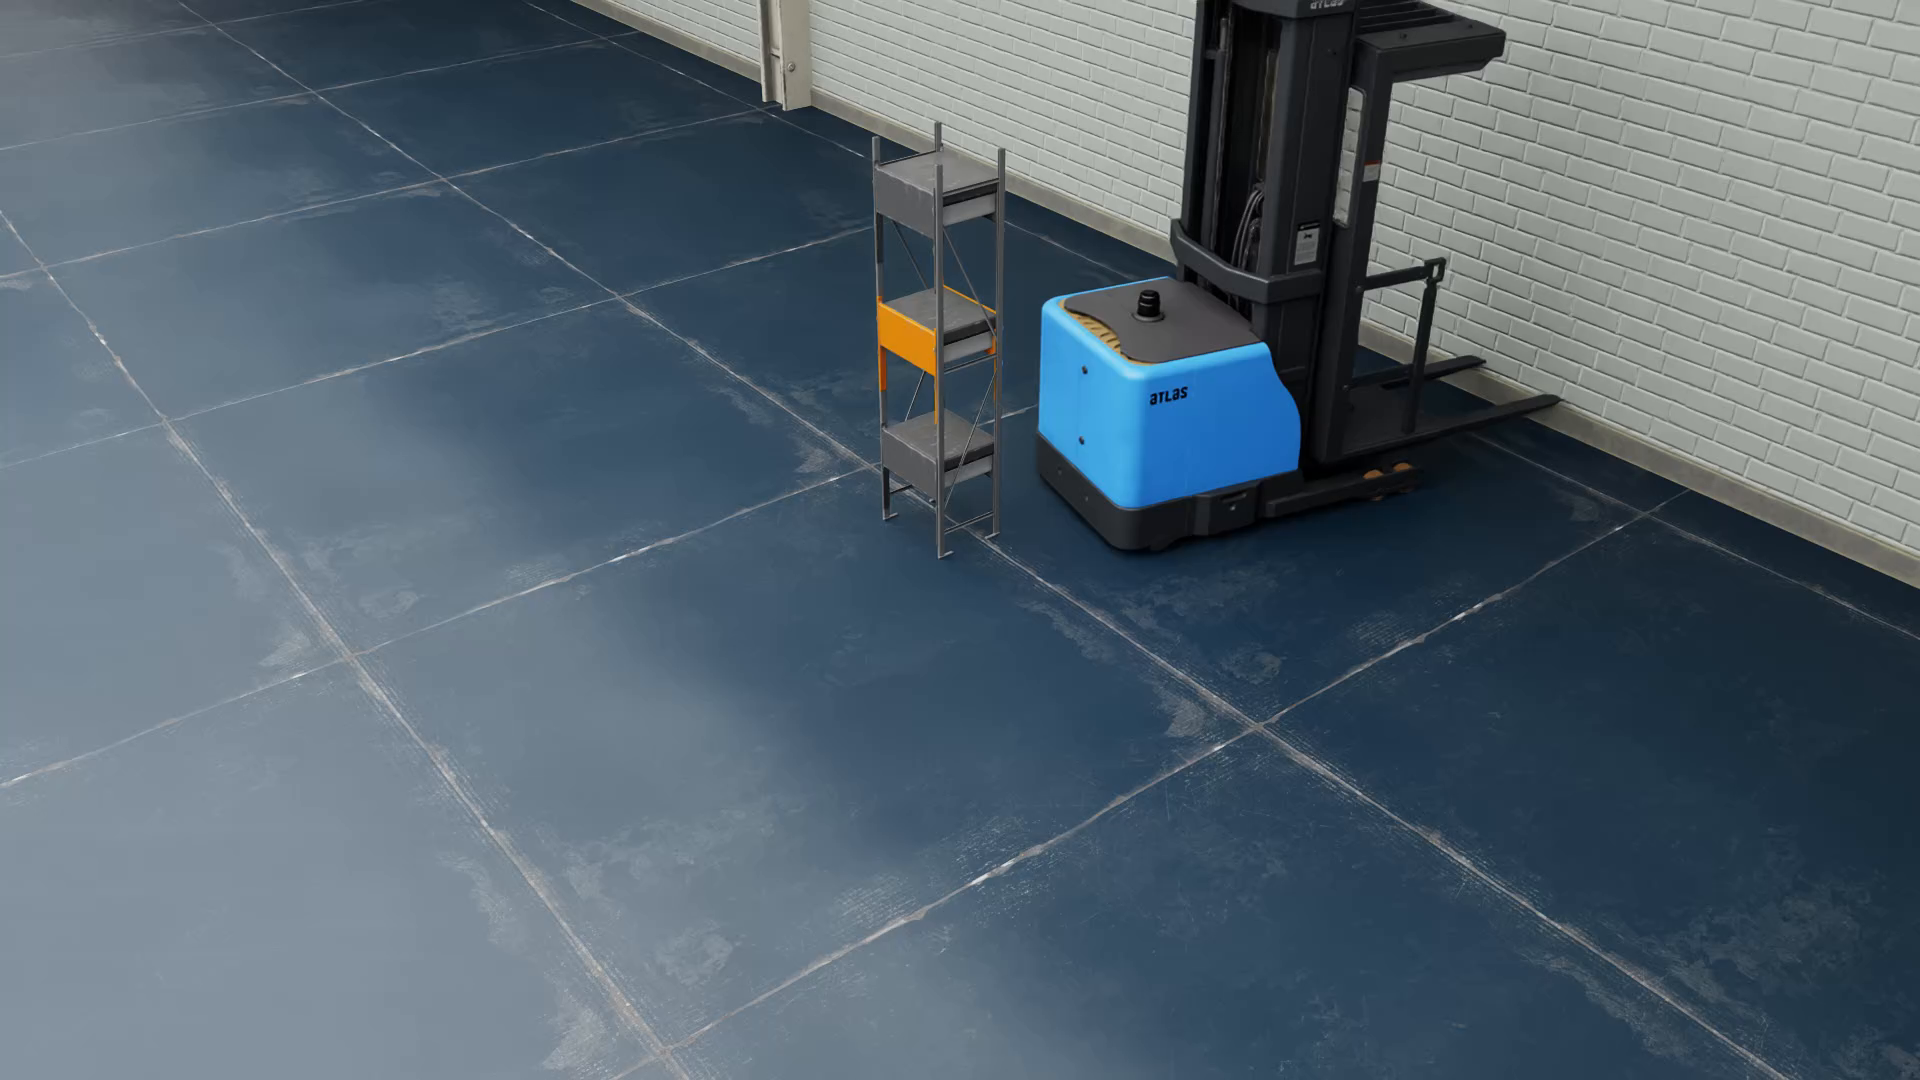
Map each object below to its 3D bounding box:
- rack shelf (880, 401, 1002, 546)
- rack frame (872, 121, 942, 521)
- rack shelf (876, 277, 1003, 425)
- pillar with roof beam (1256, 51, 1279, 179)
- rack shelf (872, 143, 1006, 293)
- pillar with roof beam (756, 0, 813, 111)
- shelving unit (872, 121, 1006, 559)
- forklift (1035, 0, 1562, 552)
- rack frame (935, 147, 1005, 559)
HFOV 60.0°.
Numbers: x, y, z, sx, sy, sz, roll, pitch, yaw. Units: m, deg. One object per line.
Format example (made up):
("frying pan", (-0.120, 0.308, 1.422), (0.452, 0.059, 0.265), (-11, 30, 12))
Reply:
("rack shelf", (-0.101, -0.355, 8.684), (0.431, 0.518, 0.480), (-22, 38, -31))
("rack frame", (-0.251, -1.063, 8.471), (0.400, 2.100, 0.015), (-22, 38, -31))
("rack shelf", (-0.101, -0.949, 8.314), (0.431, 0.518, 0.480), (-22, 38, -31))
("pillar with roof beam", (-1.290, -3.924, 6.539), (9.100, 9.000, 0.400), (-22, 38, -31))
("rack shelf", (-0.101, -1.544, 7.945), (0.431, 0.518, 0.480), (-22, 38, -31))
("pillar with roof beam", (-4.969, -6.424, 10.565), (9.100, 9.000, 0.400), (-22, 38, -31))
("shelving unit", (-0.101, -0.961, 8.307), (0.431, 2.100, 0.503), (-22, 38, -31))
("forklift", (1.977, -1.698, 8.706), (3.031, 2.935, 1.130), (-14, 34, -21))
("rack frame", (0.048, -0.859, 8.143), (0.400, 2.100, 0.015), (-22, 38, -31))
